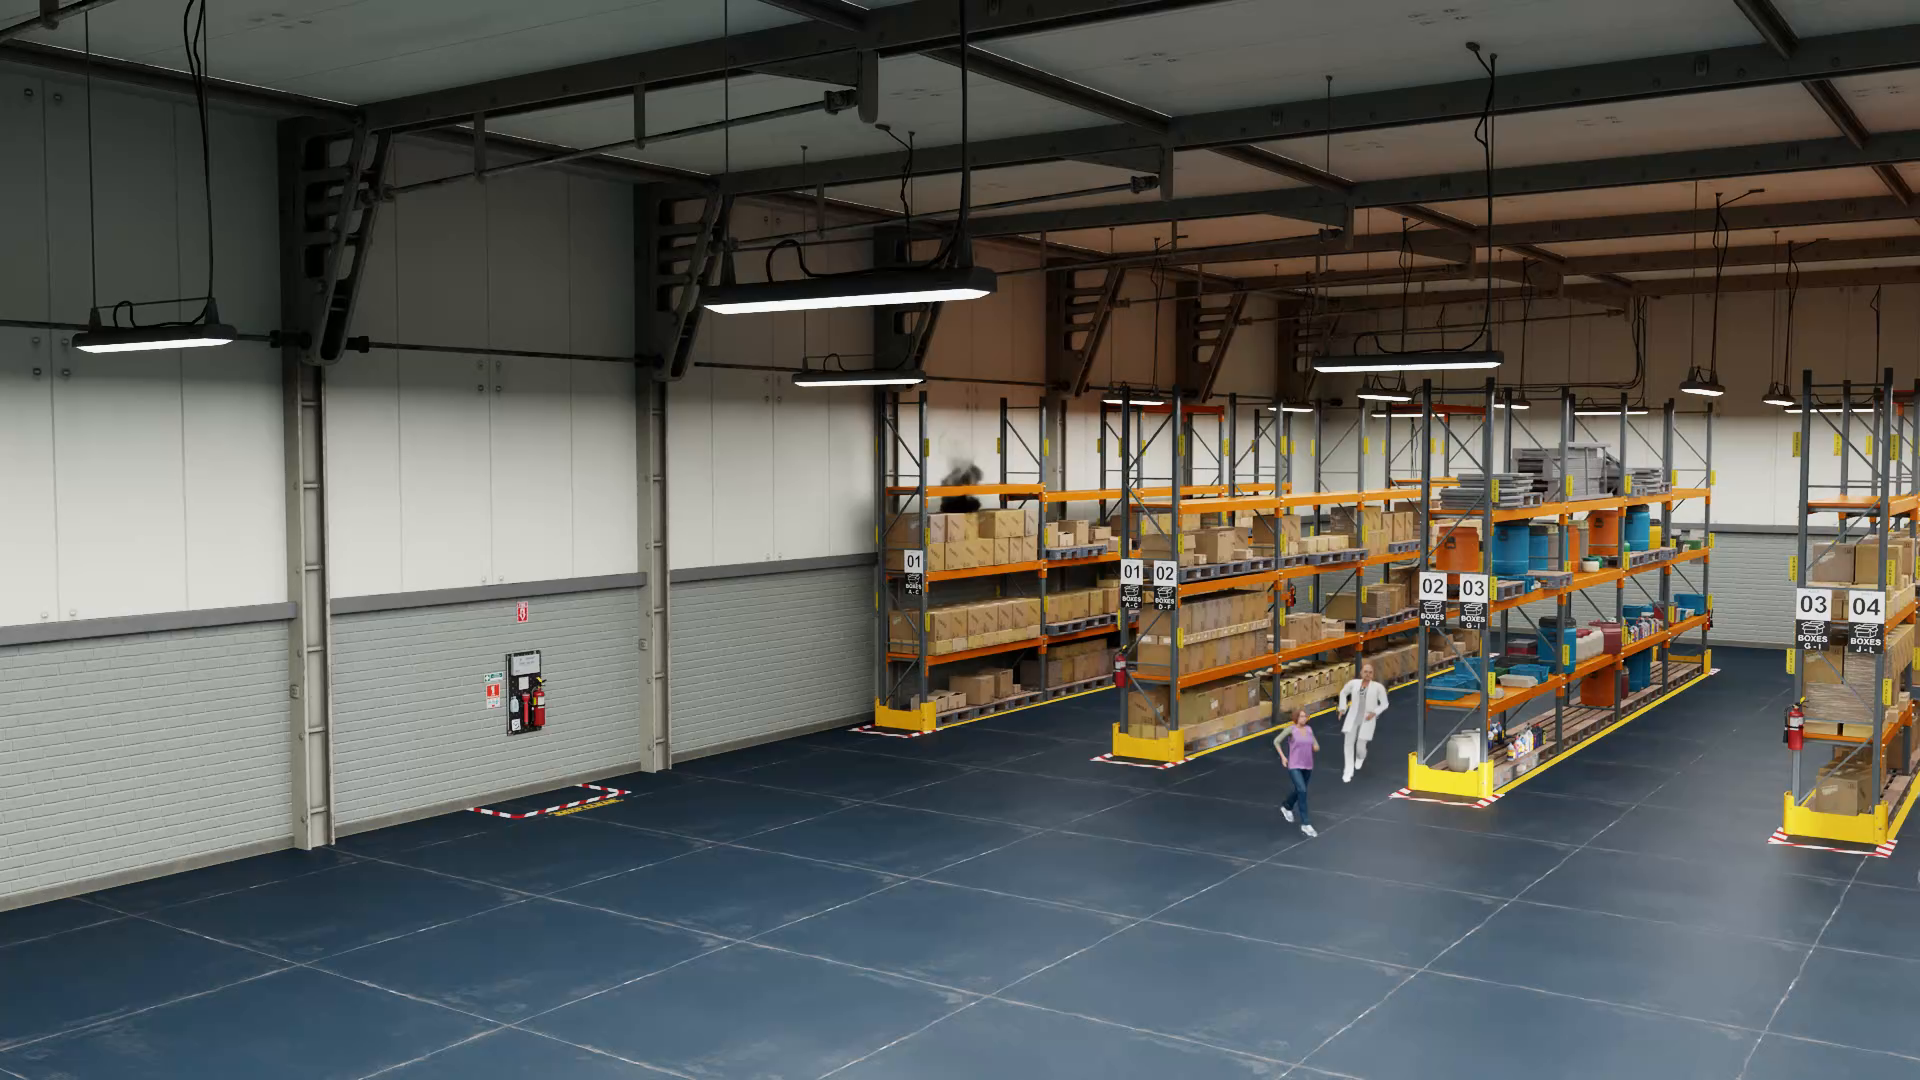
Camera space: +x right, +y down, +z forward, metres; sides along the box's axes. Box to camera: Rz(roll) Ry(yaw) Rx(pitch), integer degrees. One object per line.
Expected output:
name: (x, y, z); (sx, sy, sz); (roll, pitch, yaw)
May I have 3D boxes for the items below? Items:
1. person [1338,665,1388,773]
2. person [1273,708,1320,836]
person: (6.105, 2.699, 25.198); (0.754, 1.641, 0.686); (1, 3, 24)
person: (4.412, 2.983, 21.641); (0.531, 1.582, 0.871); (-2, 4, -26)
